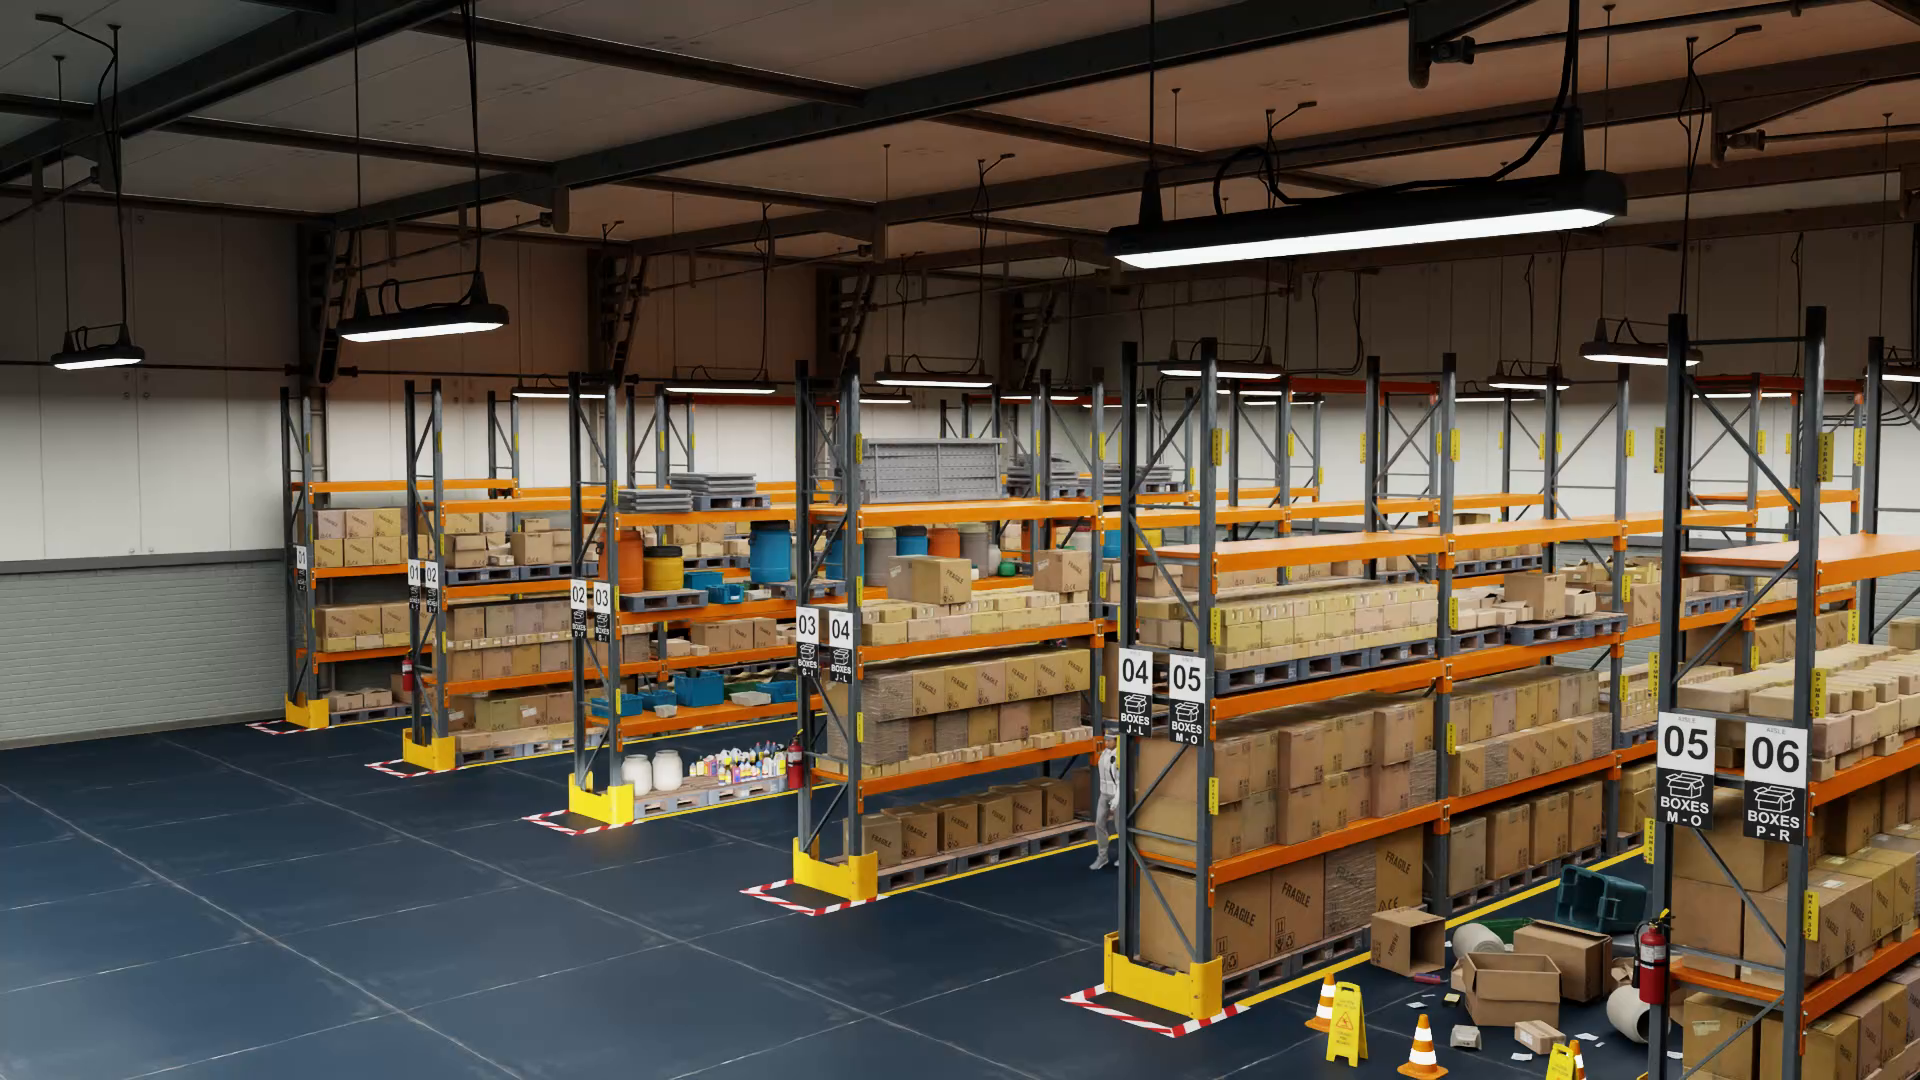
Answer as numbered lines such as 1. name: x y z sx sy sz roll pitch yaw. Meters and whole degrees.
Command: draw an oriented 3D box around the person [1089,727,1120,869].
1. person: 1.814 3.080 19.795 0.532 1.714 0.525 -3 4 -35
